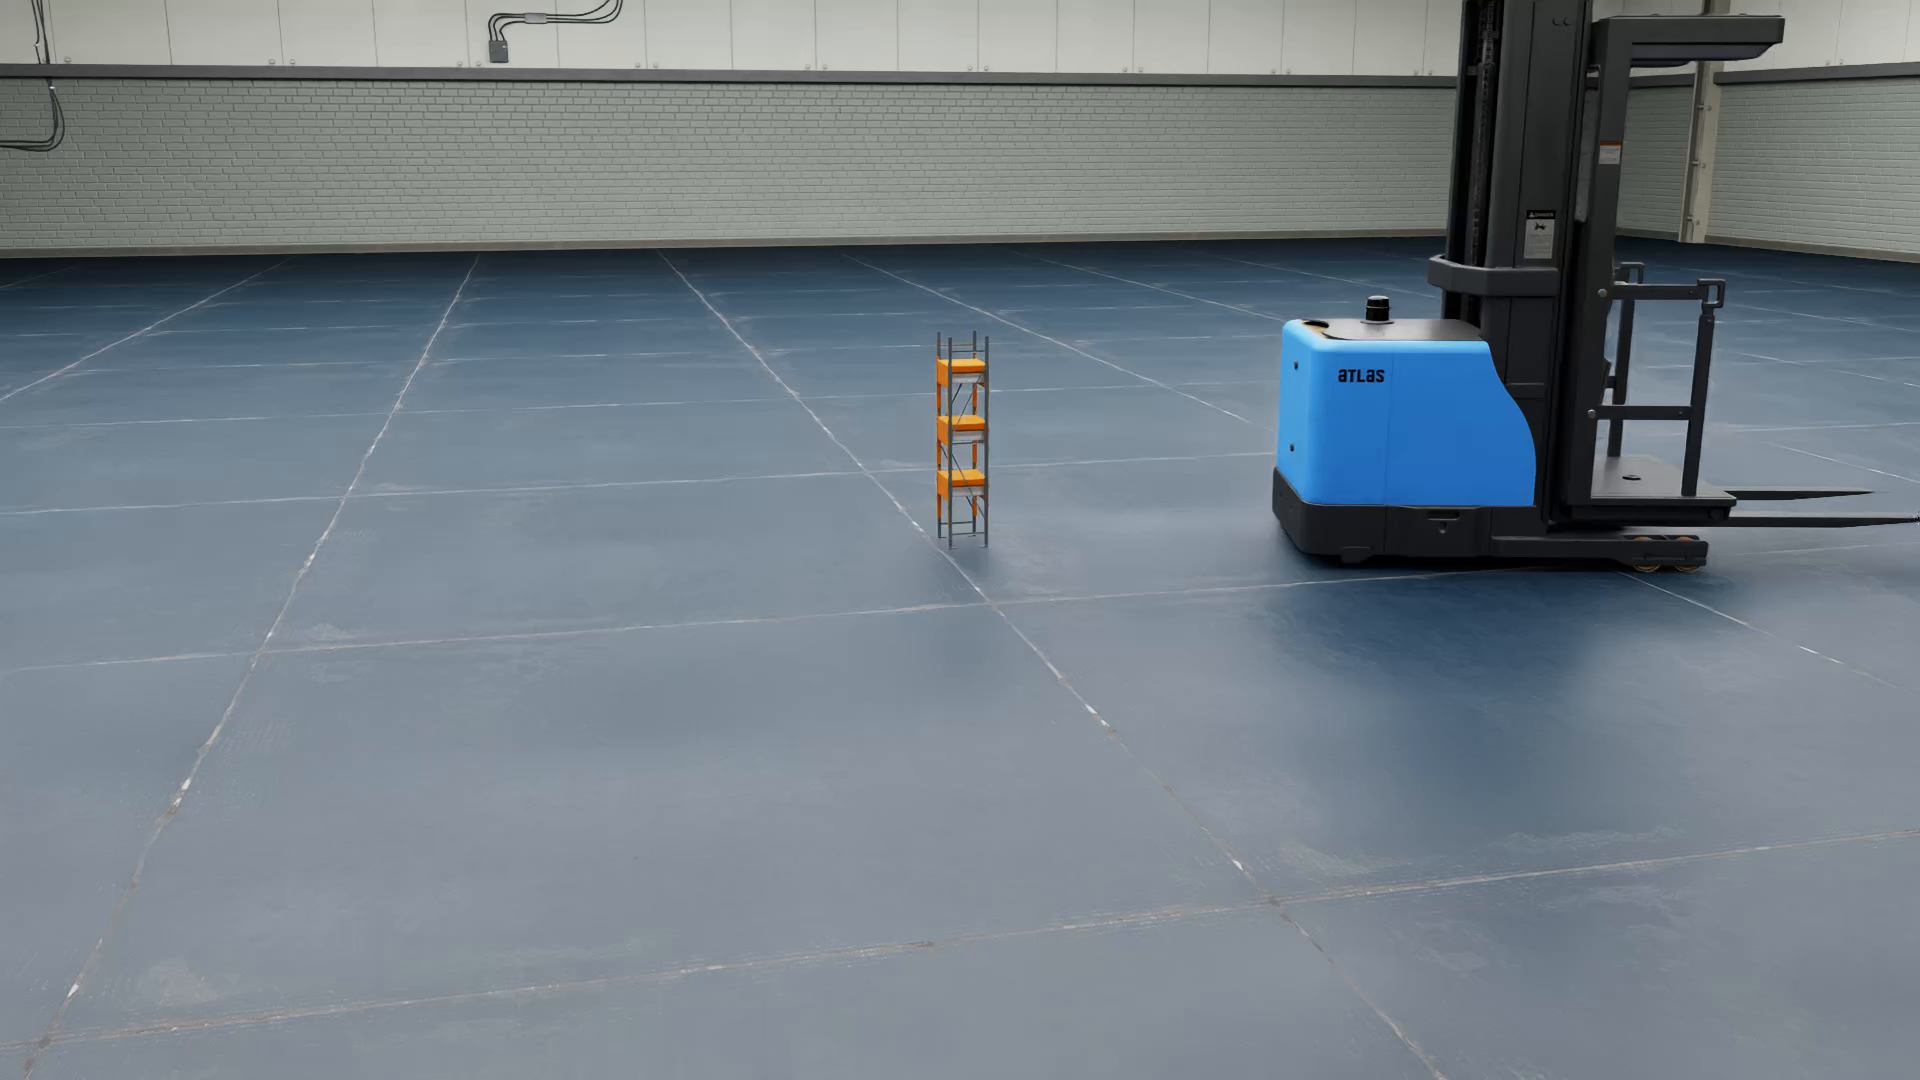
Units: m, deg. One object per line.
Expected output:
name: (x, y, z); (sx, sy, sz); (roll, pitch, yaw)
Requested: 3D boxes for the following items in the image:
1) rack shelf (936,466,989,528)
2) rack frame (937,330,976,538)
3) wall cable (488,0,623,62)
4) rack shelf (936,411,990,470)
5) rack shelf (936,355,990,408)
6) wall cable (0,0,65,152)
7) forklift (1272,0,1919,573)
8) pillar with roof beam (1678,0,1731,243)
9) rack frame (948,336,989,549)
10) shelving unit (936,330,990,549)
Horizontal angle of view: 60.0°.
rack shelf: (0.013, -0.217, 8.320); (0.215, 0.259, 0.240); (-3, 14, -13)
rack frame: (-0.016, -0.526, 8.367); (0.200, 1.050, 0.008); (-3, 14, -13)
wall cable: (-6.939, -11.180, 28.062); (2.305, 6.003, 0.169); (-3, 14, -13)
rack shelf: (0.013, -0.487, 8.254); (0.215, 0.259, 0.240); (-3, 14, -13)
rack shelf: (0.013, -0.763, 8.187); (0.215, 0.259, 0.240); (-3, 14, -13)
wall cable: (-16.170, -7.494, 26.683); (3.097, 2.526, 0.112); (-3, 14, -13)
forklift: (3.145, -1.399, 7.976); (3.031, 2.935, 1.130); (0, 14, 2)
pillar with roof beam: (9.671, -9.765, 29.436); (9.100, 9.000, 0.400); (-3, 14, -13)
rack frame: (0.041, -0.470, 8.137); (0.200, 1.050, 0.008); (-3, 14, -13)
shelving unit: (0.013, -0.498, 8.252); (0.215, 1.050, 0.252); (-3, 14, -13)
